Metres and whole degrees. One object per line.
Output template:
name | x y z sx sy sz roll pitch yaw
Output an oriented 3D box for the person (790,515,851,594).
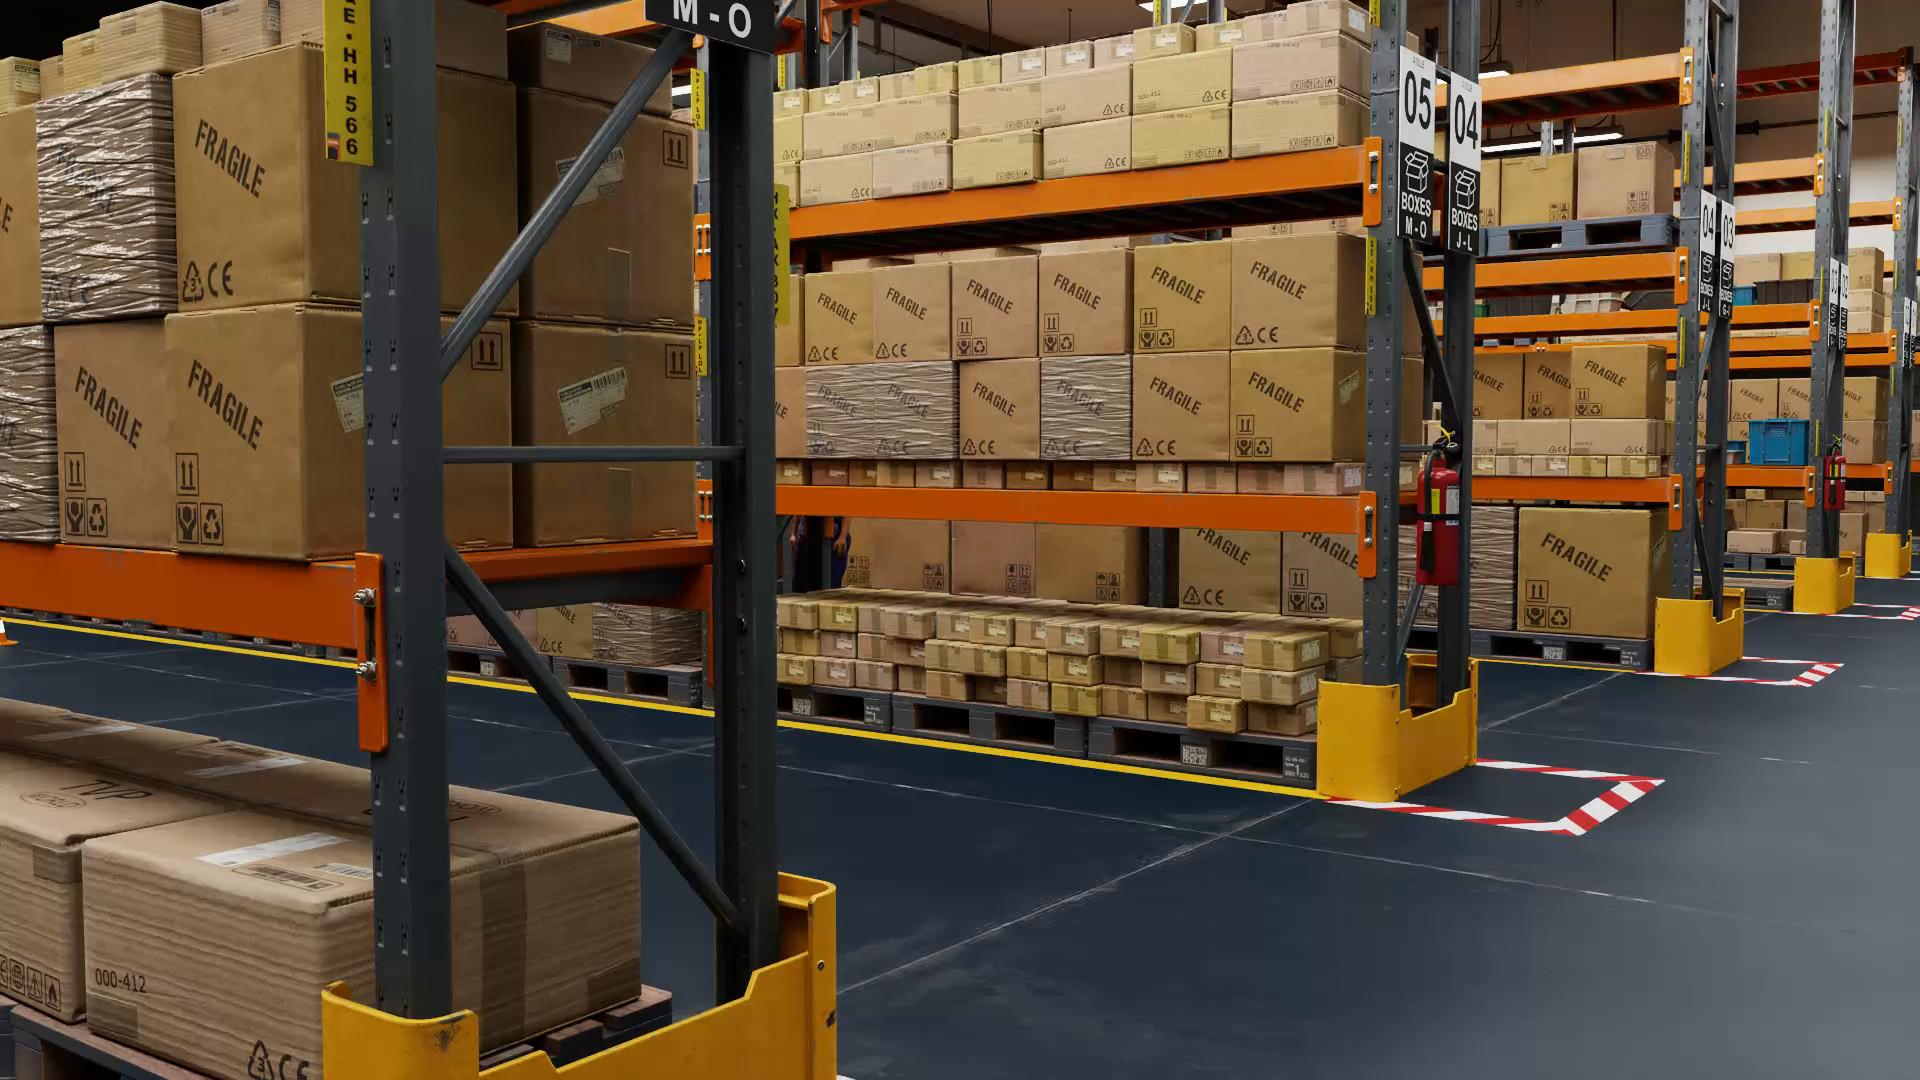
person | -1.037 -0.006 12.326 0.543 1.652 0.367 2 4 36
